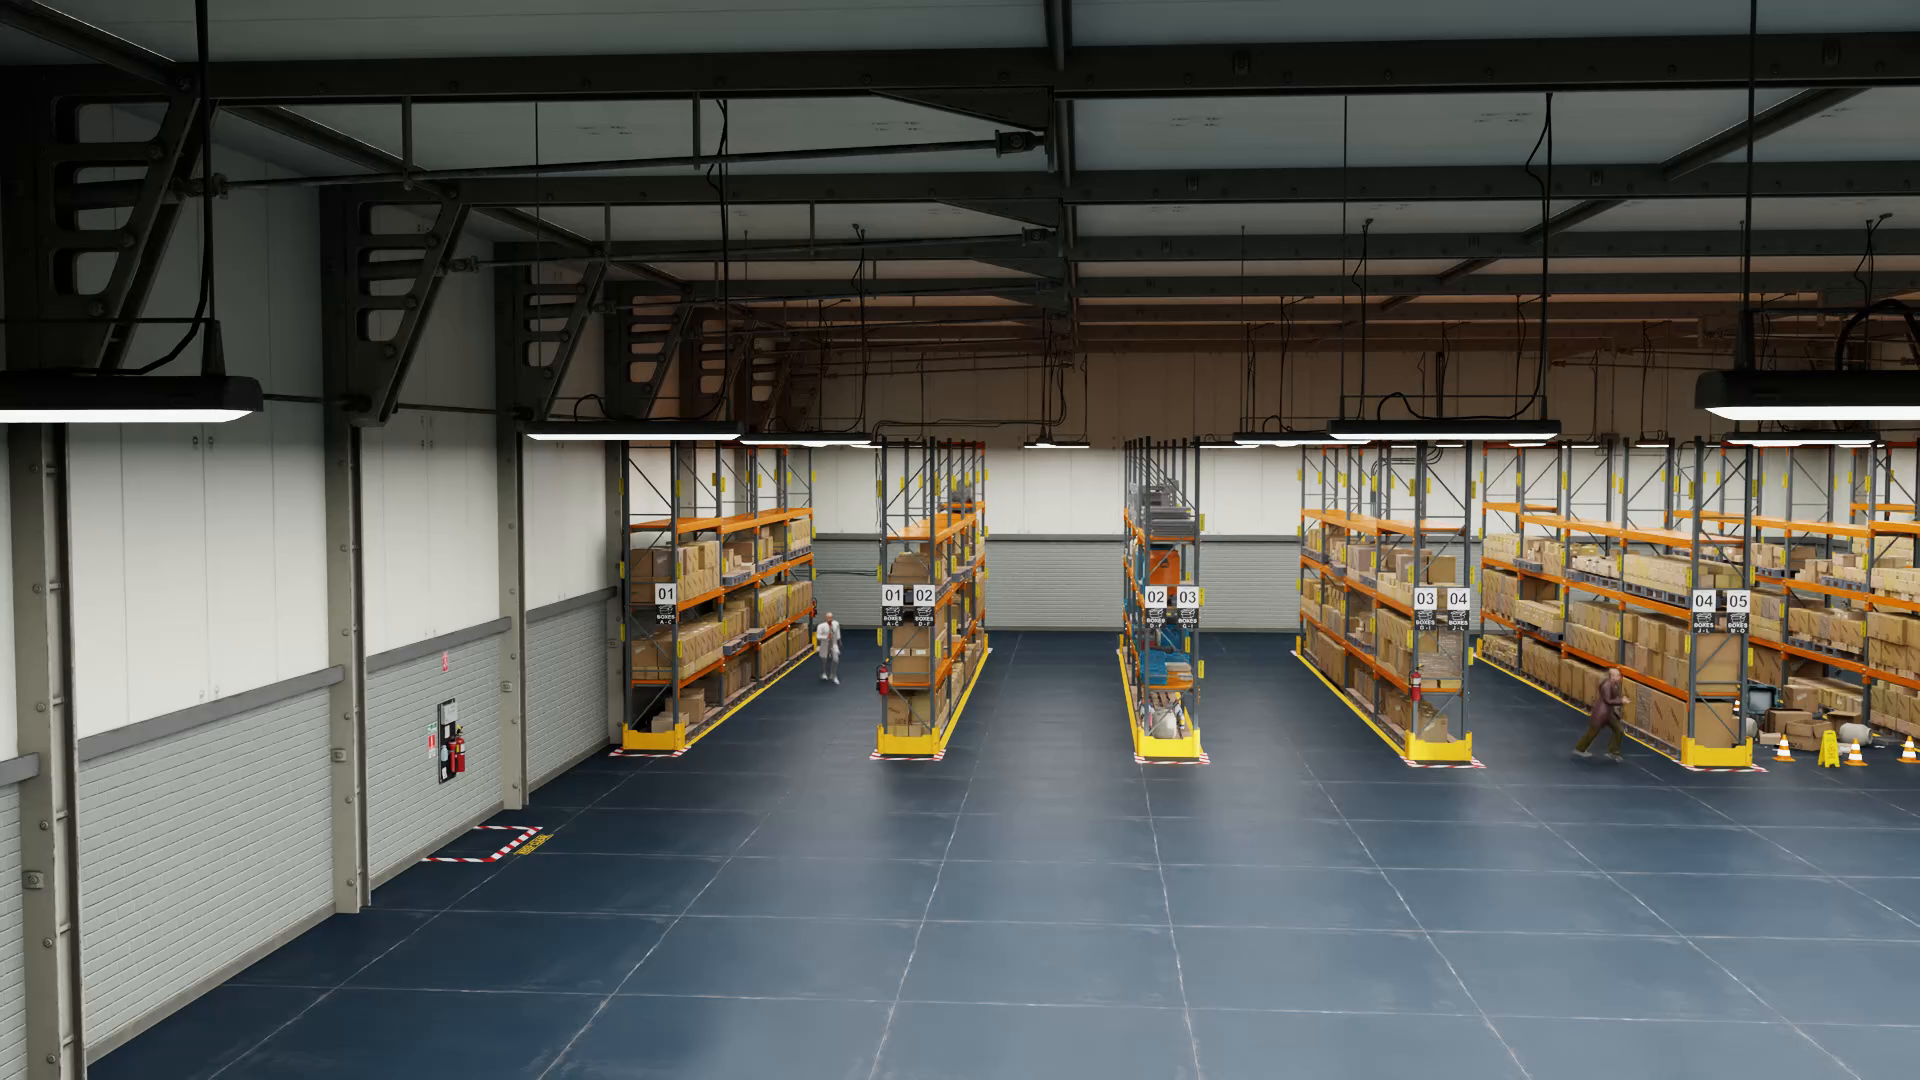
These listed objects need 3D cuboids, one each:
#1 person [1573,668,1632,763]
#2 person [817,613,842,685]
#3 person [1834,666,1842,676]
[{"bbox_3d":[11.861,3.220,30.636,1.058,1.753,0.710,3,4,42],"label":"person"},{"bbox_3d":[-3.242,2.663,41.065,0.704,1.761,1.062,-1,3,-18],"label":"person"},{"bbox_3d":[21.824,2.604,41.846,0.699,1.748,0.931,0,3,-6],"label":"person"}]
